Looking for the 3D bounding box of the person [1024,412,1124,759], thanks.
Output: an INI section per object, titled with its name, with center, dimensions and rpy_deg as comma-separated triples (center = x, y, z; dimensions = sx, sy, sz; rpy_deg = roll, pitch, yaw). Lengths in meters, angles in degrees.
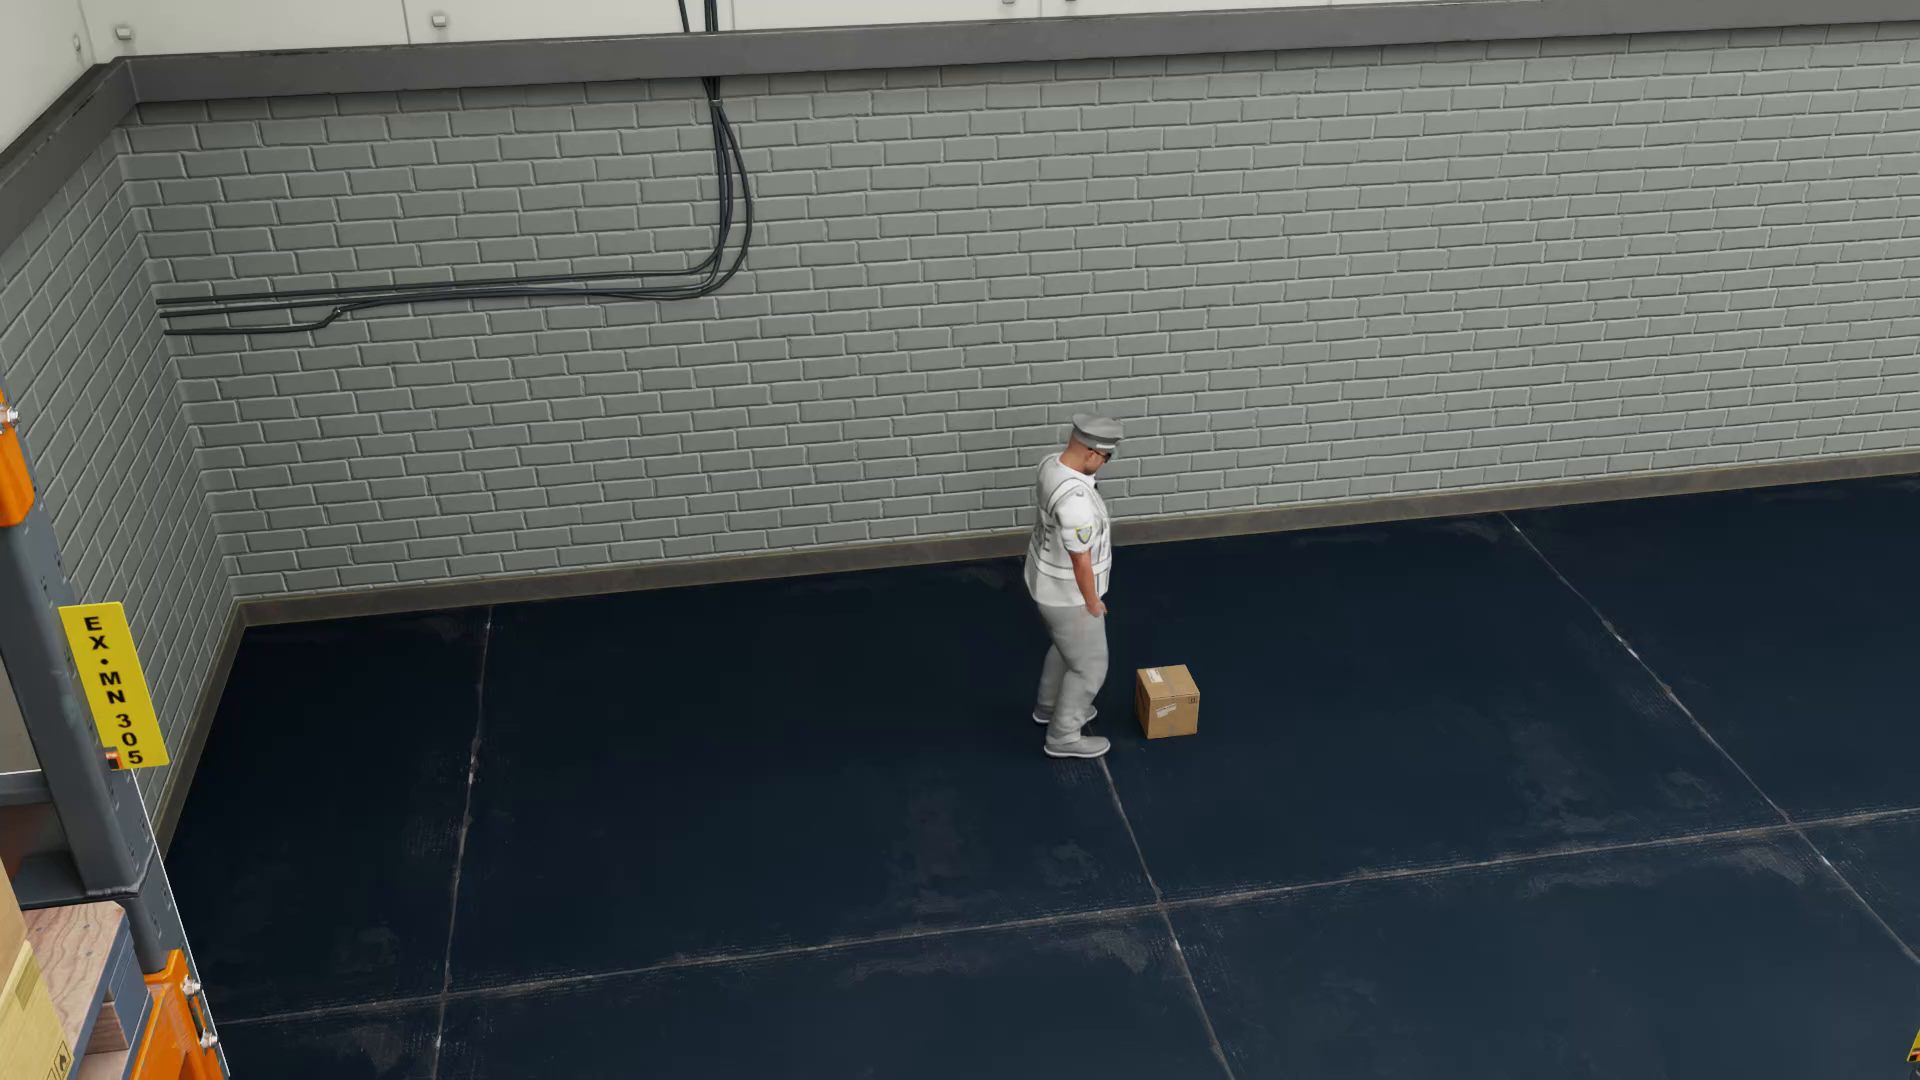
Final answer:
[person]
center = 0.521, 0.210, 7.814
dimensions = 0.424, 1.724, 0.544
rpy_deg = -5, 31, -8
